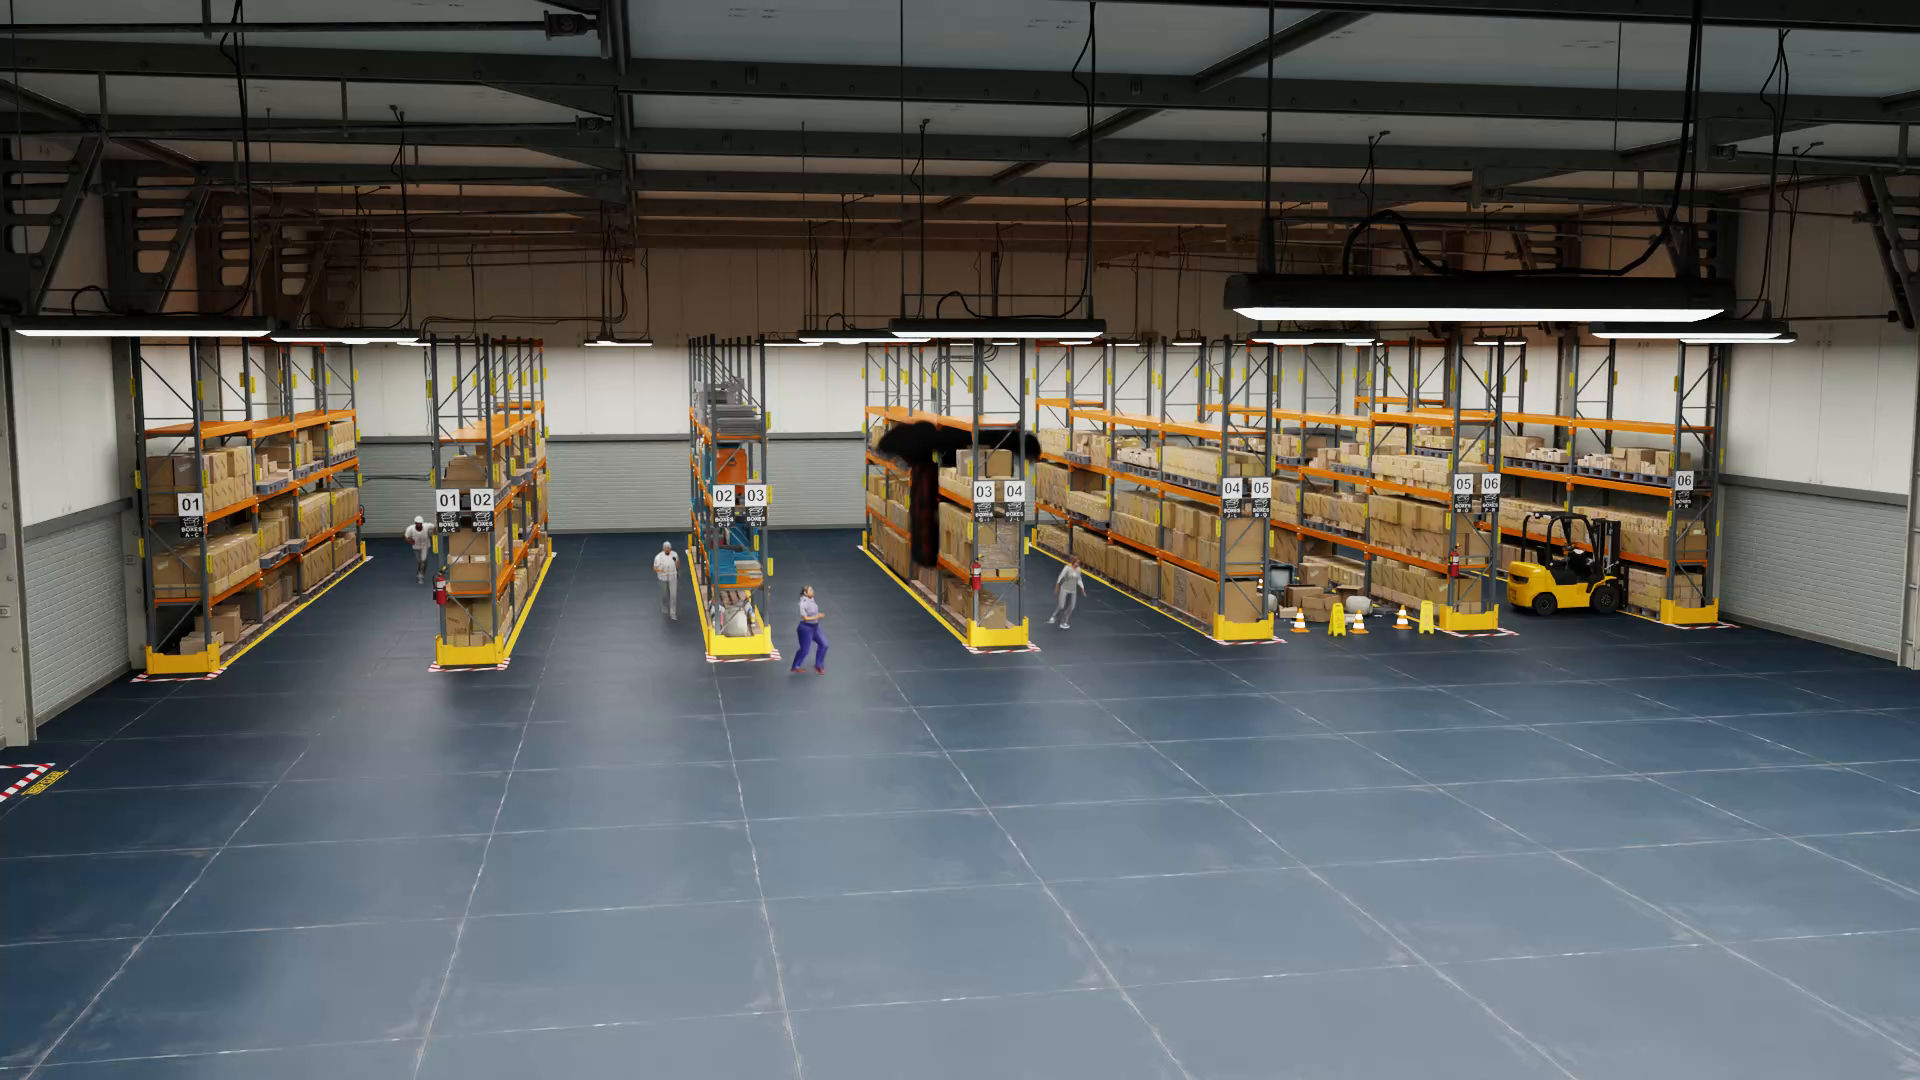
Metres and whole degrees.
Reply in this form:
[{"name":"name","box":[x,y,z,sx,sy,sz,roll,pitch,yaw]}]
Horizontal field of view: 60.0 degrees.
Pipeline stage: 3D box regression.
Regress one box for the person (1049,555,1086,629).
[{"name":"person","box":[2.192,1.113,34.094,0.669,1.405,0.575,-3,7,-23]}]

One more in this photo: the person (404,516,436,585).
[{"name":"person","box":[-13.273,0.229,40.915,0.736,1.716,1.045,-2,7,-16]}]

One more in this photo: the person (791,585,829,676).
[{"name":"person","box":[-2.687,1.606,29.074,0.671,1.684,0.611,2,7,20]}]

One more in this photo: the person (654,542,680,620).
[{"name":"person","box":[-6.251,0.836,35.469,0.561,1.640,0.979,-1,7,-12]}]
